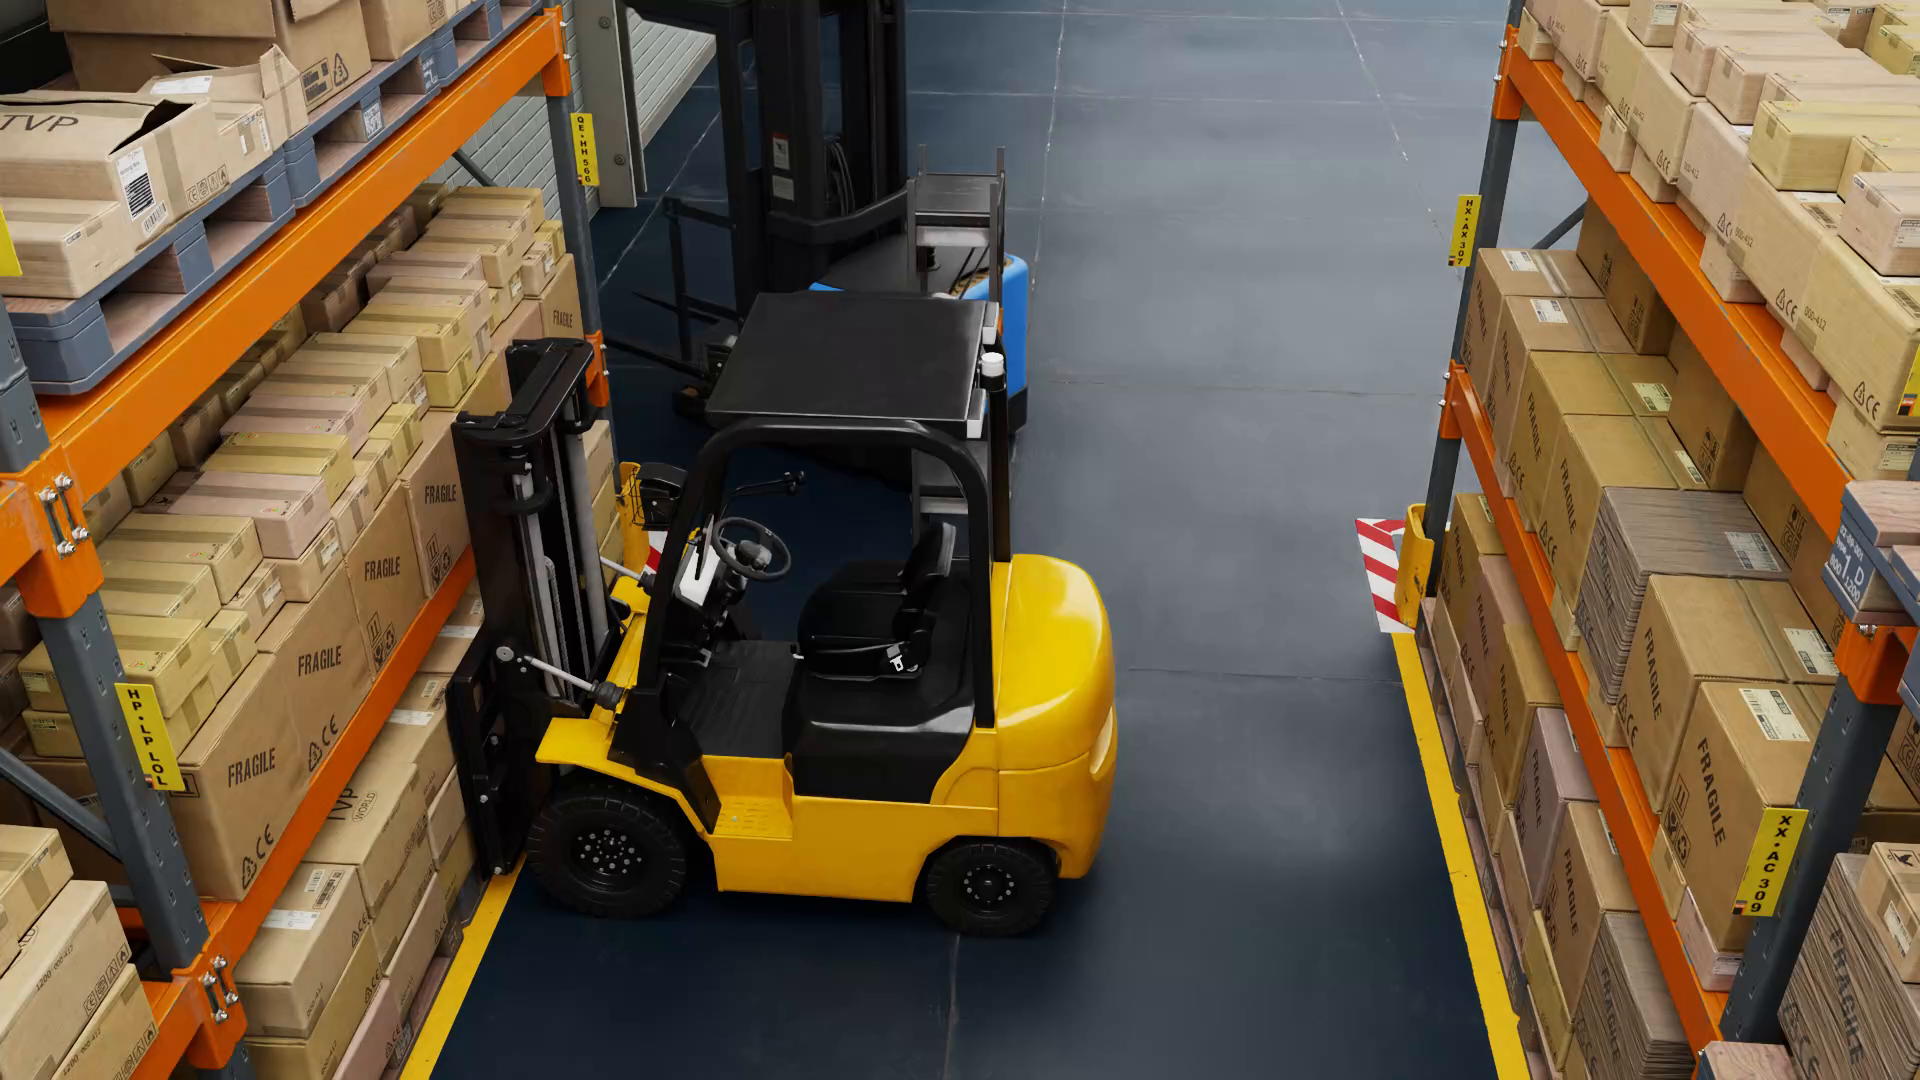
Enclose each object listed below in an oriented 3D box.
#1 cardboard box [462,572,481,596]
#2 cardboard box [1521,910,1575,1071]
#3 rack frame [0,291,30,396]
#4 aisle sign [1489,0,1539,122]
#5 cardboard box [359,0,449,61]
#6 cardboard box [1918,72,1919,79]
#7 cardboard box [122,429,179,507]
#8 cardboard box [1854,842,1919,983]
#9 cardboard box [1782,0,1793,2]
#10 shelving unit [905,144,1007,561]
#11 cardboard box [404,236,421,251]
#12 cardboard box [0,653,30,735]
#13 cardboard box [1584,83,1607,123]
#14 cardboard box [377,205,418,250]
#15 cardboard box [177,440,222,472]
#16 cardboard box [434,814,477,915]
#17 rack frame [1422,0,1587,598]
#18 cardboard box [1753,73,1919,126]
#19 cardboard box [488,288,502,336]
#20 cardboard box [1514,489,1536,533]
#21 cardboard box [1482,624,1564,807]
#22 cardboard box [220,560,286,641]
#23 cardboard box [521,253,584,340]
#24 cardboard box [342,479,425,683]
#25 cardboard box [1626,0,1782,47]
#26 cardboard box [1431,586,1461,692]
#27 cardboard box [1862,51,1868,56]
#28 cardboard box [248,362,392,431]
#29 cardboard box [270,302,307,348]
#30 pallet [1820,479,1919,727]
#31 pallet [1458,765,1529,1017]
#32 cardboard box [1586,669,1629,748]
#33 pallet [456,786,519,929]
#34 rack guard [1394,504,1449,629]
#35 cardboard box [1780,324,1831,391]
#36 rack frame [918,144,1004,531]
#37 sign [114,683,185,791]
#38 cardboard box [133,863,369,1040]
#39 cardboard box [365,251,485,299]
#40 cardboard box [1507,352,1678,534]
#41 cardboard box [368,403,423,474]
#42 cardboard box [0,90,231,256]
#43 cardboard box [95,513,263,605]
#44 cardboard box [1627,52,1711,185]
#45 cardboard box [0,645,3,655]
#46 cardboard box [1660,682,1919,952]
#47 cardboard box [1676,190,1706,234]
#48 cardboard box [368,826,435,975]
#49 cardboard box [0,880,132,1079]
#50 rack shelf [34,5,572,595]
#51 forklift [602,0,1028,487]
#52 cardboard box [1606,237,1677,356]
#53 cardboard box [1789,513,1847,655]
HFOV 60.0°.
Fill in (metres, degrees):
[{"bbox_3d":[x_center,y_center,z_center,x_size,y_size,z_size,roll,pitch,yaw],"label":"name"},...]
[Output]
[{"bbox_3d":[-1.997,0.187,6.856,0.500,0.250,0.500,3,32,5],"label":"cardboard box"},{"bbox_3d":[2.232,1.529,5.631,0.500,0.250,0.500,2,32,3],"label":"cardboard box"},{"bbox_3d":[-2.529,-1.628,2.814,1.000,3.000,0.127,2,32,4],"label":"rack frame"},{"bbox_3d":[2.440,-2.108,6.833,0.394,0.787,0.004,2,32,4],"label":"aisle sign"},{"bbox_3d":[-2.179,-1.933,5.577,0.700,0.500,0.500,3,32,4],"label":"cardboard box"},{"bbox_3d":[2.821,-1.207,4.470,0.380,0.149,0.250,2,32,3],"label":"cardboard box"},{"bbox_3d":[-2.735,-0.236,5.276,0.380,0.149,0.250,2,32,3],"label":"cardboard box"},{"bbox_3d":[2.028,0.743,3.288,0.380,0.149,0.250,2,32,4],"label":"cardboard box"},{"bbox_3d":[2.850,-1.750,5.350,0.380,0.149,0.250,2,32,4],"label":"cardboard box"},{"bbox_3d":[-0.013,-0.807,8.059,0.431,2.100,0.503,2,32,4],"label":"shelving unit"},{"bbox_3d":[-2.446,-1.186,7.102,0.380,0.149,0.250,2,32,4],"label":"cardboard box"},{"bbox_3d":[-2.759,0.429,4.482,0.380,0.149,0.250,2,32,4],"label":"cardboard box"},{"bbox_3d":[2.410,-1.557,5.798,0.380,0.149,0.250,2,32,4],"label":"cardboard box"},{"bbox_3d":[-2.528,-1.308,7.016,0.380,0.149,0.250,4,32,6],"label":"cardboard box"},{"bbox_3d":[-2.658,-0.246,5.577,0.380,0.149,0.250,2,32,3],"label":"cardboard box"},{"bbox_3d":[-2.107,1.144,6.255,0.500,0.250,0.500,3,32,5],"label":"cardboard box"},{"bbox_3d":[2.744,-0.955,7.441,1.000,3.000,0.127,2,32,4],"label":"rack frame"},{"bbox_3d":[2.296,-1.094,4.286,0.380,0.149,0.250,2,32,3],"label":"cardboard box"},{"bbox_3d":[-2.057,-0.894,6.627,0.380,0.149,0.250,2,32,4],"label":"cardboard box"},{"bbox_3d":[2.347,-0.144,6.364,0.380,0.149,0.250,3,32,5],"label":"cardboard box"},{"bbox_3d":[2.314,0.675,6.301,0.500,0.500,0.500,3,32,5],"label":"cardboard box"},{"bbox_3d":[-2.228,0.179,4.886,0.380,0.149,0.250,2,32,4],"label":"cardboard box"},{"bbox_3d":[-1.982,-0.939,7.320,0.500,0.500,0.500,2,32,3],"label":"cardboard box"},{"bbox_3d":[-2.167,0.125,5.593,0.500,0.500,0.500,2,32,3],"label":"cardboard box"},{"bbox_3d":[2.303,-1.632,5.160,0.380,0.149,0.250,3,32,5],"label":"cardboard box"},{"bbox_3d":[2.403,0.447,7.387,0.500,0.250,0.500,2,32,4],"label":"cardboard box"},{"bbox_3d":[2.892,-1.481,5.295,0.500,0.250,0.500,3,32,5],"label":"cardboard box"},{"bbox_3d":[-2.179,-0.481,5.674,0.380,0.149,0.250,3,32,4],"label":"cardboard box"},{"bbox_3d":[-2.657,-0.769,6.142,0.380,0.149,0.250,2,32,3],"label":"cardboard box"},{"bbox_3d":[2.262,0.258,2.793,1.213,0.211,1.003,2,32,4],"label":"pallet"},{"bbox_3d":[2.535,1.331,6.389,1.003,0.211,1.213,2,32,4],"label":"pallet"},{"bbox_3d":[2.220,0.531,5.269,0.380,0.149,0.250,2,32,3],"label":"cardboard box"},{"bbox_3d":[-2.326,1.060,6.829,1.003,0.211,1.213,2,32,4],"label":"pallet"},{"bbox_3d":[2.738,0.149,8.032,1.175,0.500,0.348,2,32,4],"label":"rack guard"},{"bbox_3d":[2.245,-0.475,4.042,0.380,0.149,0.250,3,32,4],"label":"cardboard box"},{"bbox_3d":[0.006,-0.935,8.266,0.400,2.100,0.015,2,32,4],"label":"rack frame"},{"bbox_3d":[-1.987,0.485,4.075,0.100,0.325,0.005,2,32,4],"label":"sign"},{"bbox_3d":[-2.177,1.253,5.125,0.500,0.250,0.500,2,32,3],"label":"cardboard box"},{"bbox_3d":[-2.100,-1.019,6.547,0.380,0.149,0.250,3,32,4],"label":"cardboard box"},{"bbox_3d":[2.350,-0.351,6.082,0.500,0.500,0.500,2,32,3],"label":"cardboard box"},{"bbox_3d":[-2.095,-0.355,5.754,0.380,0.149,0.250,2,32,3],"label":"cardboard box"},{"bbox_3d":[-2.218,-0.959,4.177,0.500,0.311,0.500,3,32,5],"label":"cardboard box"},{"bbox_3d":[-2.264,0.053,4.808,0.380,0.149,0.250,2,32,3],"label":"cardboard box"},{"bbox_3d":[2.308,-1.242,4.907,0.500,0.250,0.500,3,32,5],"label":"cardboard box"},{"bbox_3d":[-2.804,0.301,4.405,0.380,0.149,0.250,3,32,4],"label":"cardboard box"},{"bbox_3d":[2.207,0.724,4.337,0.500,0.500,0.500,2,32,3],"label":"cardboard box"},{"bbox_3d":[2.361,-1.016,4.920,0.380,0.149,0.250,2,32,4],"label":"cardboard box"},{"bbox_3d":[-2.143,1.202,5.684,0.500,0.250,0.500,2,32,4],"label":"cardboard box"},{"bbox_3d":[-2.314,1.045,3.862,0.500,0.250,0.500,2,32,3],"label":"cardboard box"},{"bbox_3d":[-2.366,-1.090,5.486,1.077,0.370,4.000,2,32,4],"label":"rack shelf"},{"bbox_3d":[-1.104,-2.135,9.420,3.031,2.935,1.130,20,37,29],"label":"forklift"},{"bbox_3d":[2.872,-1.009,6.197,0.700,0.500,0.500,3,32,4],"label":"cardboard box"},{"bbox_3d":[2.734,0.055,4.470,0.700,0.500,0.500,3,32,4],"label":"cardboard box"}]
